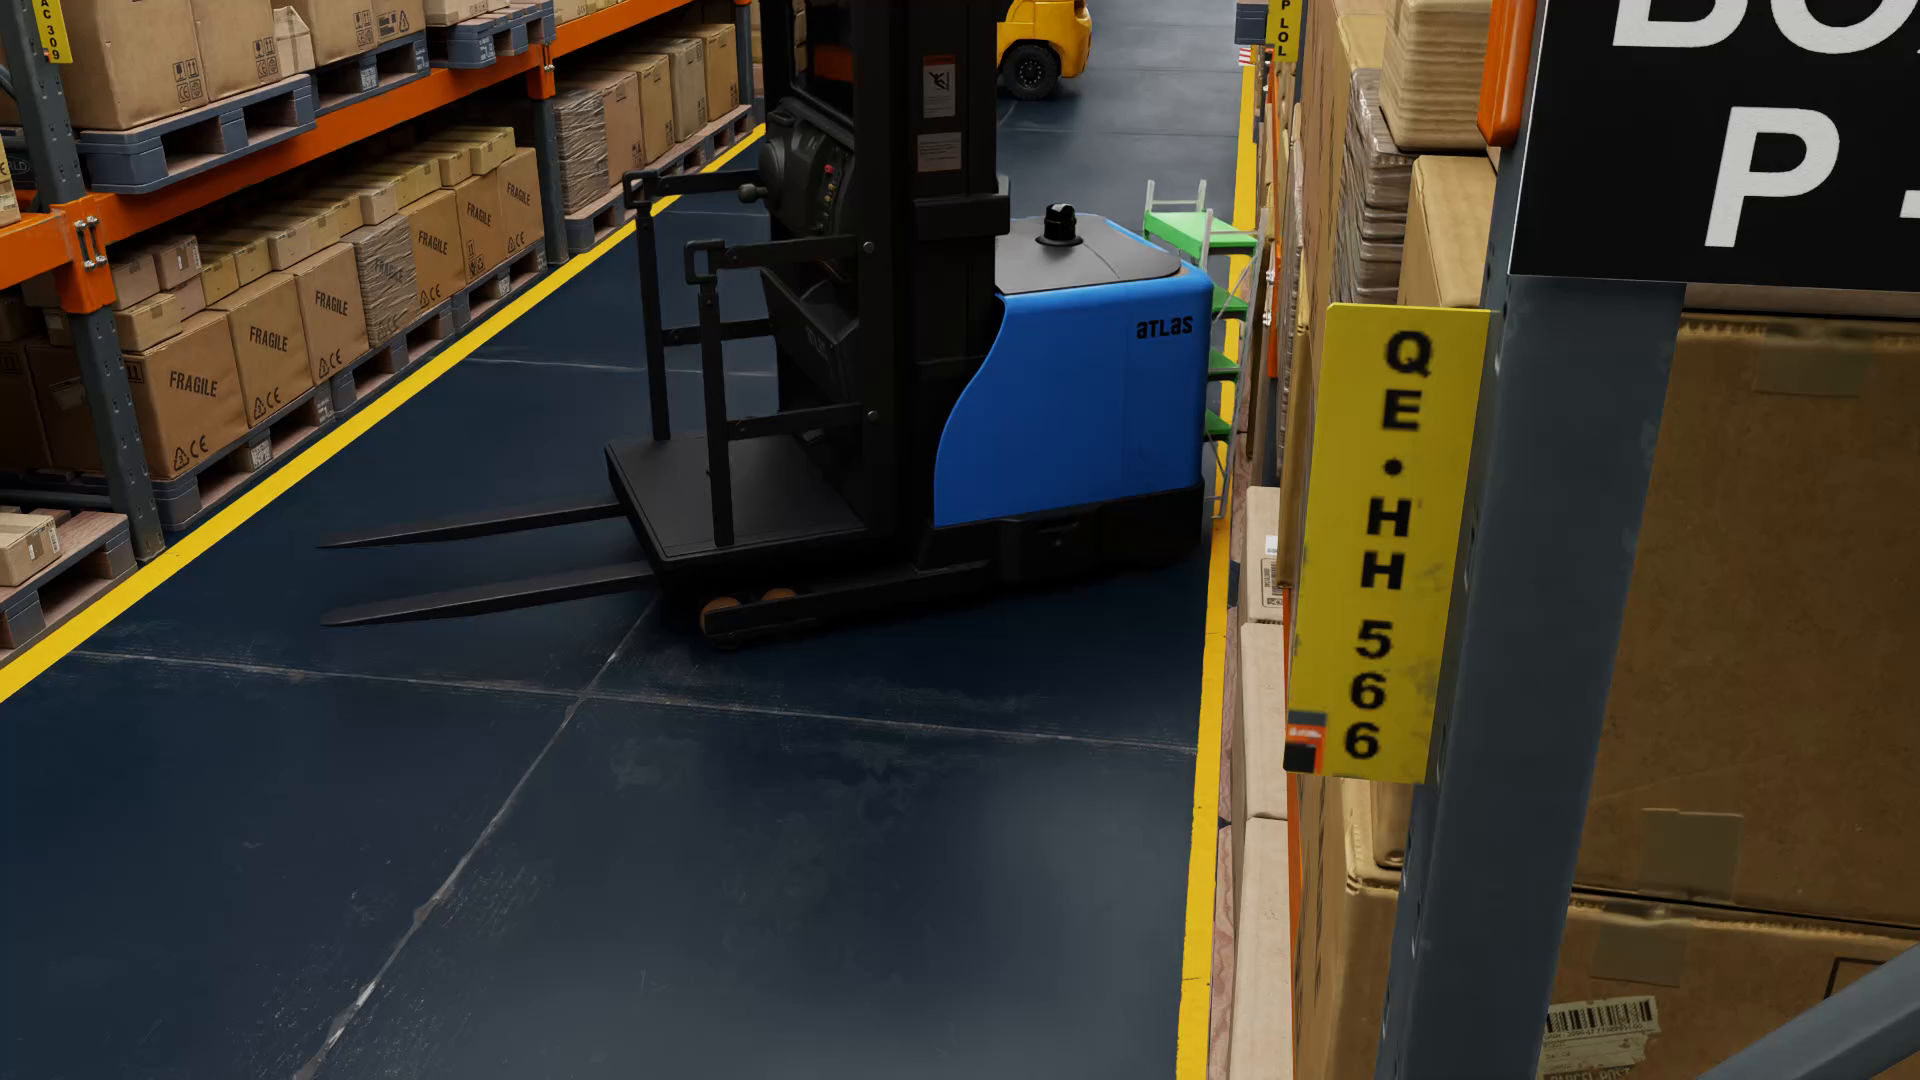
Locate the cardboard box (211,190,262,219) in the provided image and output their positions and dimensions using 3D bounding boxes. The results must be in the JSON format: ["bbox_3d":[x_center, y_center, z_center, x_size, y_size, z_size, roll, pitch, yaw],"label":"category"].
[{"bbox_3d":[-3.428,-1.503,7.610,0.380,0.149,0.250,3,25,6],"label":"cardboard box"}]

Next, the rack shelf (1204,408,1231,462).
[{"bbox_3d":[0.848,-0.446,6.482,0.258,0.148,0.480,-4,25,-19],"label":"rack shelf"}]

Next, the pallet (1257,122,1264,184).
[{"bbox_3d":[2.635,-2.744,11.863,1.003,0.211,1.213,4,25,9],"label":"pallet"}]

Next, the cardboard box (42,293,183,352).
[{"bbox_3d":[-3.123,-0.812,6.135,0.380,0.149,0.250,5,26,11],"label":"cardboard box"}]

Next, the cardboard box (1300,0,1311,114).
[{"bbox_3d":[1.136,-1.302,4.197,0.500,0.500,0.500,4,25,9],"label":"cardboard box"}]

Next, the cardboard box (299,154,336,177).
[{"bbox_3d":[-3.351,-1.831,8.312,0.380,0.149,0.250,3,25,6],"label":"cardboard box"}]

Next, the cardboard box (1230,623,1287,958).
[{"bbox_3d":[1.099,0.613,3.929,0.875,0.438,0.875,3,25,7],"label":"cardboard box"}]

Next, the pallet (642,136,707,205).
[{"bbox_3d":[-2.416,-2.589,11.533,1.003,0.211,1.213,4,25,9],"label":"pallet"}]

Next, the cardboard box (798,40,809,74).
[{"bbox_3d":[-1.595,-4.229,14.494,0.500,0.250,0.500,4,25,9],"label":"cardboard box"}]

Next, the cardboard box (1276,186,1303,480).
[{"bbox_3d":[0.944,-0.436,3.525,0.500,0.500,0.500,4,25,9],"label":"cardboard box"}]

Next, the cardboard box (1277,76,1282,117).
[{"bbox_3d":[1.621,-1.969,7.096,0.500,0.250,0.500,5,26,10],"label":"cardboard box"}]

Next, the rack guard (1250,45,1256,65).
[{"bbox_3d":[3.402,-4.842,16.004,1.175,0.500,0.348,4,25,9],"label":"rack guard"}]

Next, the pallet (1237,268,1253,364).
[{"bbox_3d":[1.903,-1.072,8.291,1.003,0.211,1.213,4,25,9],"label":"pallet"}]

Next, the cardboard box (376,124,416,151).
[{"bbox_3d":[-3.184,-2.157,9.008,0.380,0.149,0.250,5,26,11],"label":"cardboard box"}]

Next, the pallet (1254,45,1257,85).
[{"bbox_3d":[3.234,-4.373,15.344,1.003,0.211,1.213,4,25,9],"label":"pallet"}]

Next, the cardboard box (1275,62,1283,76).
[{"bbox_3d":[1.505,-1.988,6.547,0.500,0.250,0.500,4,25,9],"label":"cardboard box"}]

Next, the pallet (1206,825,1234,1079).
[{"bbox_3d":[1.054,1.101,3.650,1.003,0.211,1.213,4,25,9],"label":"pallet"}]

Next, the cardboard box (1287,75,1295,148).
[{"bbox_3d":[1.285,-1.346,5.175,0.500,0.250,0.500,4,25,8],"label":"cardboard box"}]

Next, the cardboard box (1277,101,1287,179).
[{"bbox_3d":[1.362,-1.337,5.744,0.500,0.250,0.500,4,25,8],"label":"cardboard box"}]

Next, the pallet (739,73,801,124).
[{"bbox_3d":[-1.966,-3.742,13.995,1.003,0.211,1.213,4,25,9],"label":"pallet"}]

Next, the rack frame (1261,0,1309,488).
[{"bbox_3d":[1.453,-0.987,4.820,1.000,3.000,0.127,4,25,9],"label":"rack frame"}]

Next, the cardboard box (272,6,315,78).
[{"bbox_3d":[-2.839,-2.013,6.675,0.396,0.266,0.258,5,26,11],"label":"cardboard box"}]

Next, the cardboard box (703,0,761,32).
[{"bbox_3d":[-1.749,-4.253,13.367,0.500,0.250,0.500,4,25,8],"label":"cardboard box"}]

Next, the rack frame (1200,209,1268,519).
[{"bbox_3d":[0.948,-0.626,6.151,0.240,1.200,0.015,-4,25,-19],"label":"rack frame"}]

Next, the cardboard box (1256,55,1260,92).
[{"bbox_3d":[2.669,-3.767,13.507,0.500,0.250,0.500,3,25,7],"label":"cardboard box"}]

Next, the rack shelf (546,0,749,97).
[{"bbox_3d":[-2.464,-3.513,11.065,1.077,0.370,4.000,4,25,9],"label":"rack shelf"}]

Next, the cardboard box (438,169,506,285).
[{"bbox_3d":[-2.740,-1.660,8.711,0.500,0.500,0.500,4,25,8],"label":"cardboard box"}]

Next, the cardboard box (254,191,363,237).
[{"bbox_3d":[-2.957,-1.478,7.557,0.380,0.149,0.250,4,25,9],"label":"cardboard box"}]

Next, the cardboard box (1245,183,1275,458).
[{"bbox_3d":[1.615,-0.858,6.555,0.875,0.875,0.875,5,26,10],"label":"cardboard box"}]

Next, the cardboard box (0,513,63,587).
[{"bbox_3d":[-3.246,0.025,5.525,0.380,0.149,0.250,3,25,7],"label":"cardboard box"}]

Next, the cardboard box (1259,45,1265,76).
[{"bbox_3d":[2.592,-3.883,12.871,0.500,0.500,0.500,4,25,8],"label":"cardboard box"}]

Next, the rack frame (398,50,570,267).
[{"bbox_3d":[-2.791,-3.002,9.125,1.000,3.000,0.127,4,25,9],"label":"rack frame"}]

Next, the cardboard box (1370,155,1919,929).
[{"bbox_3d":[0.643,-0.030,1.478,0.500,0.500,0.500,5,26,10],"label":"cardboard box"}]

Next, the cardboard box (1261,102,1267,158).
[{"bbox_3d":[2.563,-2.812,11.324,0.950,0.372,0.625,6,26,12],"label":"cardboard box"}]

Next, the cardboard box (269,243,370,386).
[{"bbox_3d":[-2.980,-1.006,7.313,0.500,0.500,0.500,3,25,7],"label":"cardboard box"}]

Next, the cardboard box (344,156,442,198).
[{"bbox_3d":[-2.810,-1.799,8.243,0.380,0.149,0.250,5,26,10],"label":"cardboard box"}]

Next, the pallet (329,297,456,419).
[{"bbox_3d":[-3.152,-0.921,7.968,1.003,0.211,1.213,4,25,9],"label":"pallet"}]

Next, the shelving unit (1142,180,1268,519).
[{"bbox_3d":[0.868,-0.724,6.360,0.258,1.200,0.503,-4,25,-19],"label":"shelving unit"}]

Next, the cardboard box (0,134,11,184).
[{"bbox_3d":[-3.287,-1.166,5.029,0.500,0.250,0.500,5,25,10],"label":"cardboard box"}]

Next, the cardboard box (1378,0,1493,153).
[{"bbox_3d":[0.637,-0.491,1.699,0.380,0.149,0.250,4,25,8],"label":"cardboard box"}]

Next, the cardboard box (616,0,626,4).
[{"bbox_3d":[-2.313,-3.529,10.427,0.500,0.250,0.500,3,25,7],"label":"cardboard box"}]

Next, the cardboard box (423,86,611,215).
[{"bbox_3d":[-2.675,-2.377,10.095,0.875,0.625,0.625,5,26,10],"label":"cardboard box"}]

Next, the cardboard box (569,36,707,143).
[{"bbox_3d":[-2.346,-3.247,11.953,0.875,0.625,0.625,4,25,8],"label":"cardboard box"}]

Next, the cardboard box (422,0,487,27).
[{"bbox_3d":[-2.644,-2.661,8.077,0.500,0.250,0.500,3,25,6],"label":"cardboard box"}]

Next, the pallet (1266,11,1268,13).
[{"bbox_3d":[2.390,-3.403,10.209,1.003,0.211,1.213,4,25,9],"label":"pallet"}]

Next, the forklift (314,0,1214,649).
[{"bbox_3d":[-0.689,-1.222,5.403,3.031,2.935,1.130,-9,27,-19],"label":"forklift"}]

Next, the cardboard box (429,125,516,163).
[{"bbox_3d":[-2.622,-2.130,8.950,0.380,0.149,0.250,3,25,6],"label":"cardboard box"}]

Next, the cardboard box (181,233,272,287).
[{"bbox_3d":[-3.092,-1.157,6.872,0.380,0.149,0.250,4,25,8],"label":"cardboard box"}]

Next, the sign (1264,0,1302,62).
[{"bbox_3d":[0.916,-1.509,4.663,0.100,0.325,0.005,4,25,9],"label":"sign"}]

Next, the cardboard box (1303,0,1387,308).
[{"bbox_3d":[0.868,-0.667,2.840,0.500,0.500,0.500,4,25,8],"label":"cardboard box"}]

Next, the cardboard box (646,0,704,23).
[{"bbox_3d":[-2.248,-4.292,13.449,0.500,0.250,0.500,5,25,10],"label":"cardboard box"}]

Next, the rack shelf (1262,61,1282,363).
[{"bbox_3d":[1.780,-1.497,6.759,1.077,0.370,4.000,4,25,9],"label":"rack shelf"}]

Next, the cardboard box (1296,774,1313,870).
[{"bbox_3d":[0.714,0.212,2.141,0.500,0.500,0.500,3,25,7],"label":"cardboard box"}]
